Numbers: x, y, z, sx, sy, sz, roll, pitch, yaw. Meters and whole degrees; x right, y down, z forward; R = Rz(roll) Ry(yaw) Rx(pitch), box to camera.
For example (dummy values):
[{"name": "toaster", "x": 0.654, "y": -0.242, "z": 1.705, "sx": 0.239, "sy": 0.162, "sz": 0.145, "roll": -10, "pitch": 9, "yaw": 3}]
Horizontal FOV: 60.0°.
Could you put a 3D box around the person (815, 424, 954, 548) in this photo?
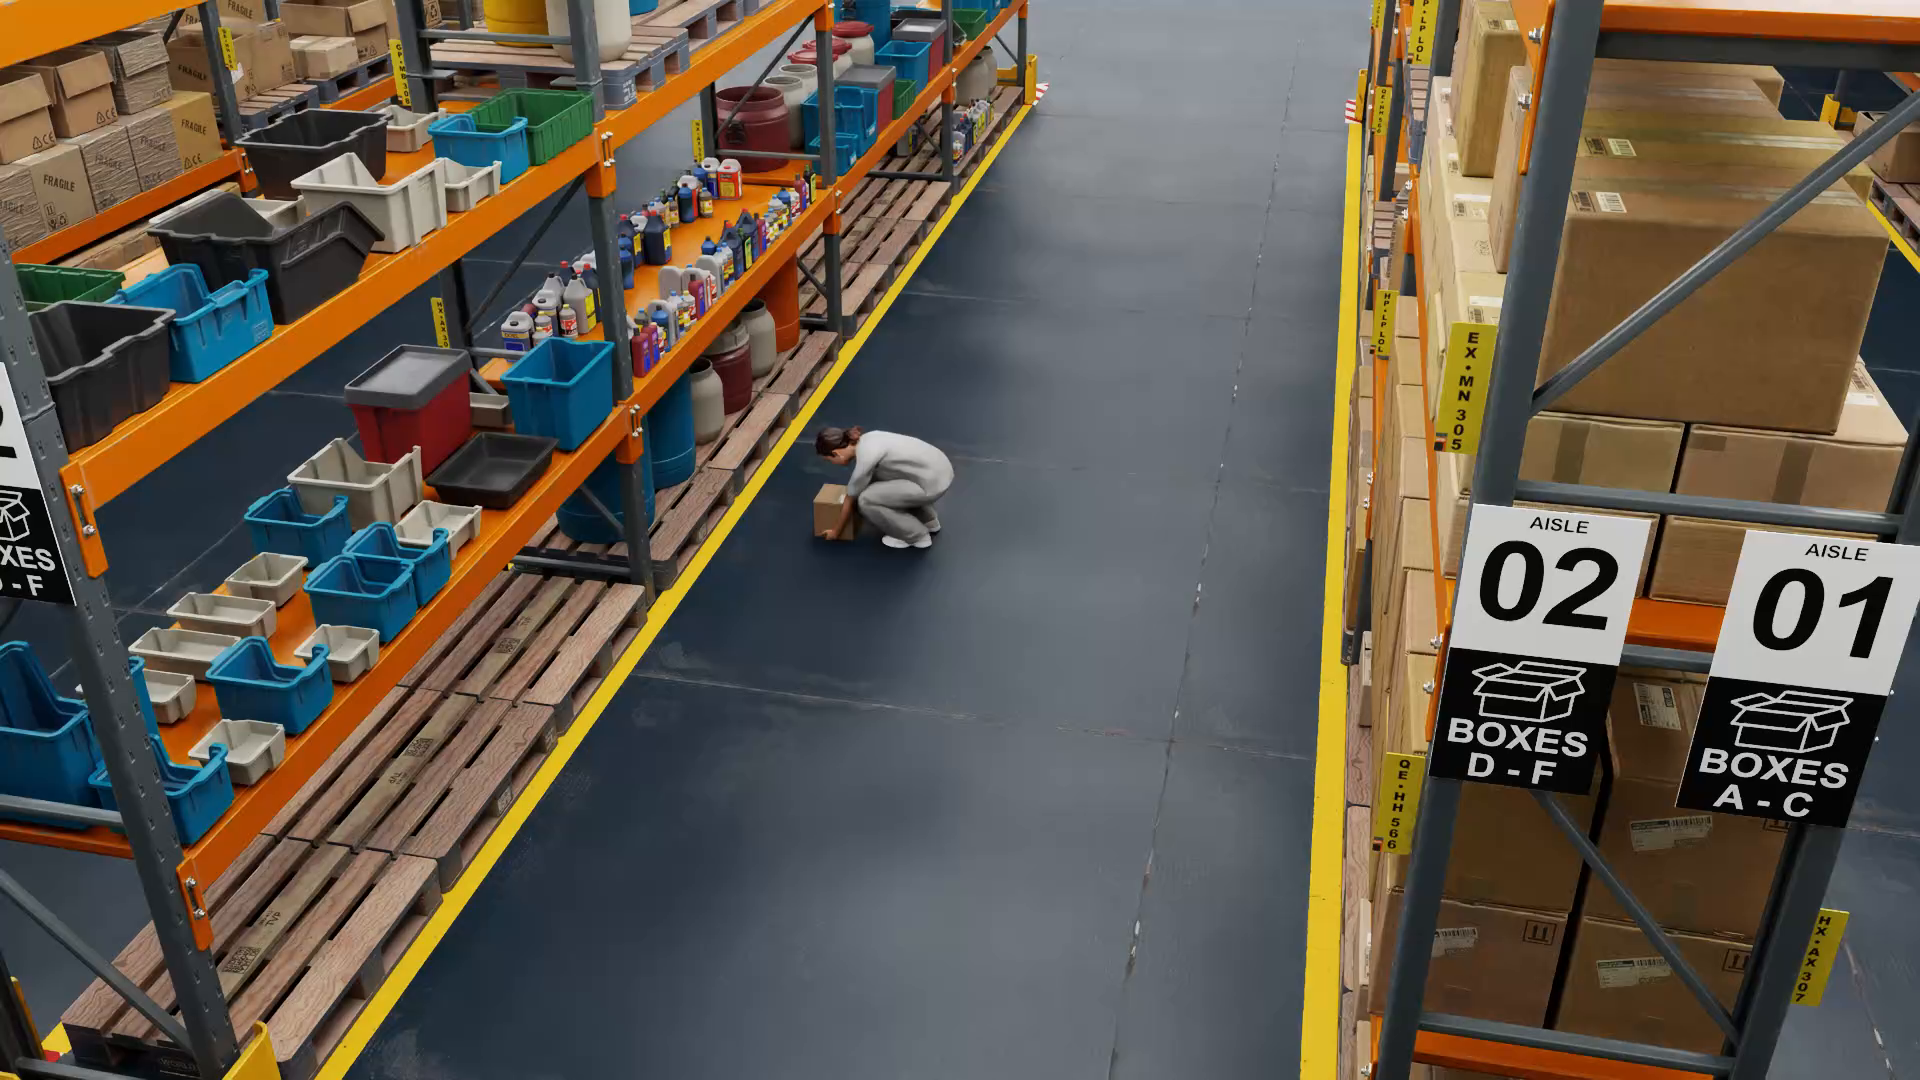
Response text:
[{"name": "person", "x": -0.461, "y": -0.329, "z": 10.246, "sx": 0.841, "sy": 0.794, "sz": 0.468, "roll": 5, "pitch": 29, "yaw": 10}]
